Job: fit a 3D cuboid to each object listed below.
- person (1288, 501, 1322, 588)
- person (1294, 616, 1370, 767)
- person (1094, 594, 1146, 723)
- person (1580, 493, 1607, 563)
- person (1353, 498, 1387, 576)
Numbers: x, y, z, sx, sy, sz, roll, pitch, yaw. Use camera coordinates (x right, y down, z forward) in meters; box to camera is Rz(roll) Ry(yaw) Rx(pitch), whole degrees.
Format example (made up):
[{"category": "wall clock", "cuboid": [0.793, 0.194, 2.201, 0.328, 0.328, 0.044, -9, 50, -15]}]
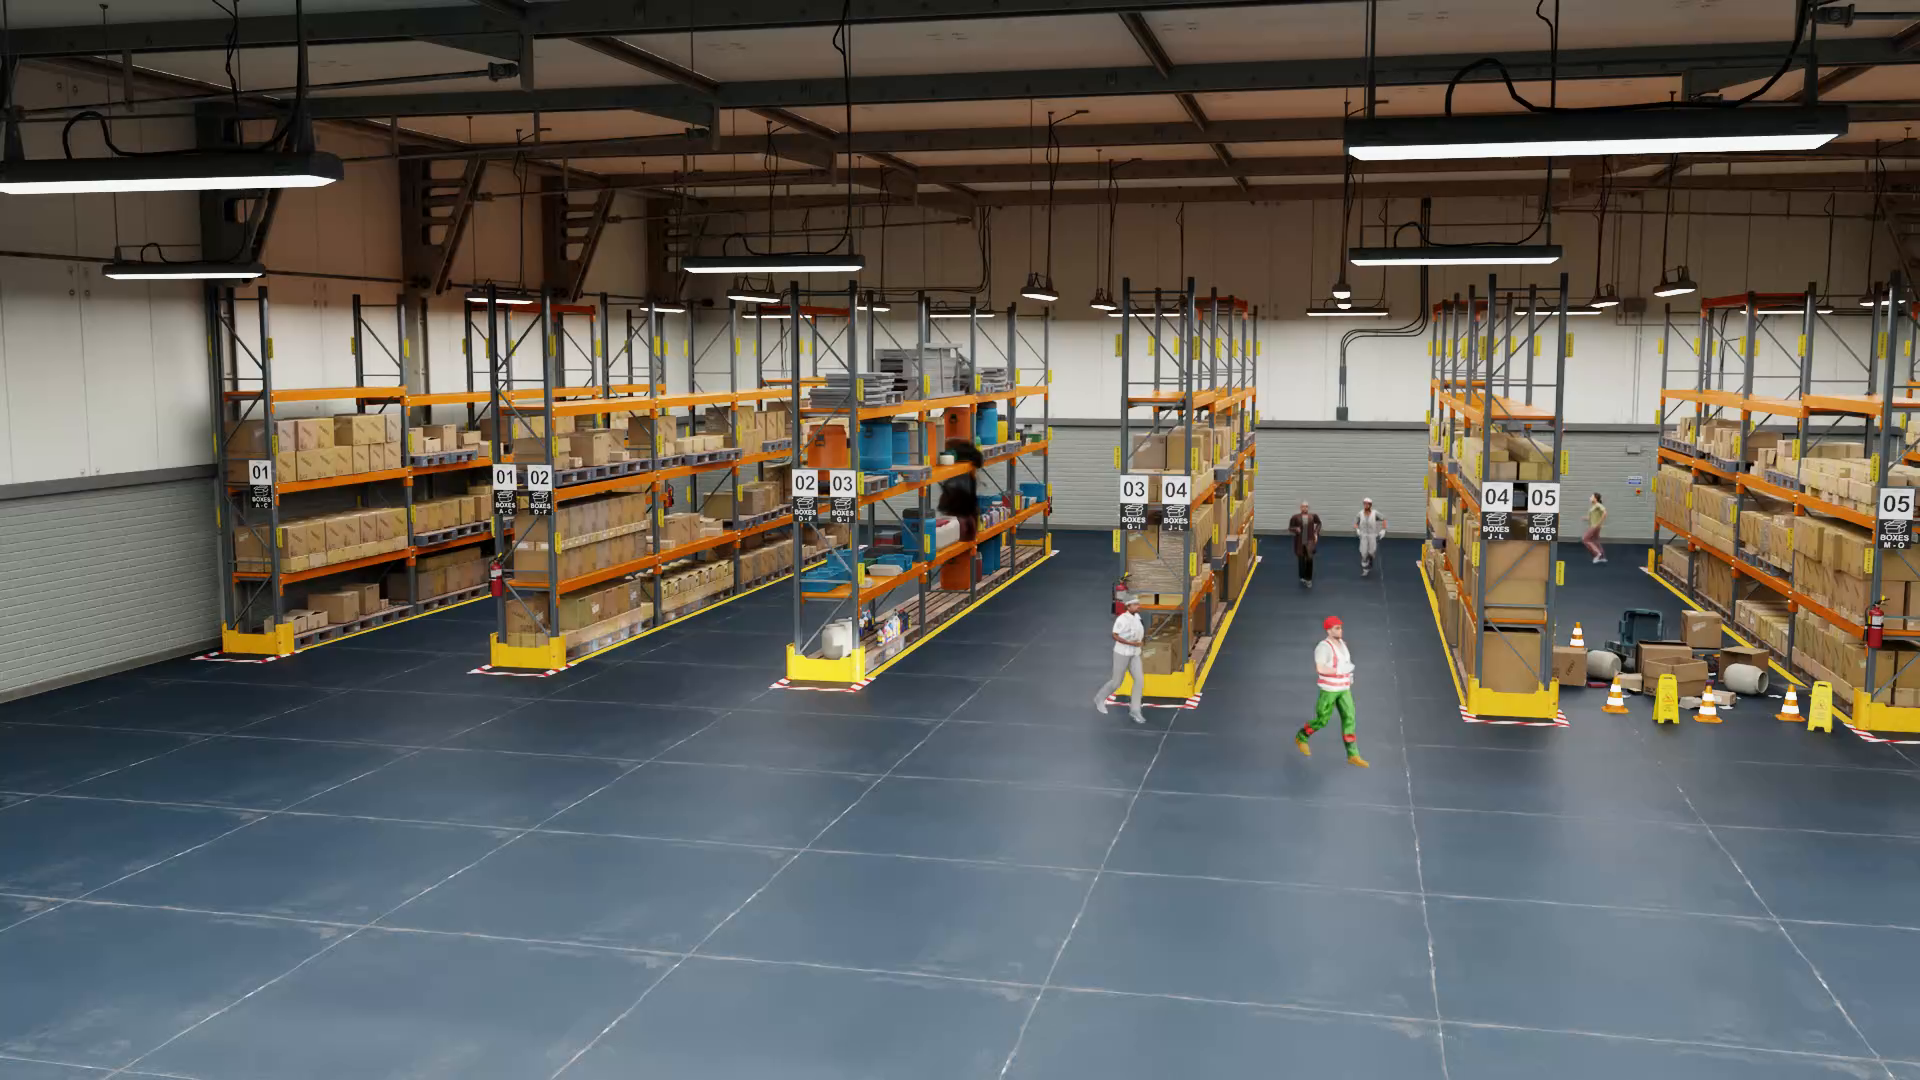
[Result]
[{"category": "person", "cuboid": [7.267, 0.105, 35.082, 0.684, 1.843, 0.841, 2, 7, 13]}, {"category": "person", "cuboid": [4.498, 1.792, 19.985, 0.657, 1.764, 0.989, -5, 8, -37]}, {"category": "person", "cuboid": [2.261, 1.579, 22.604, 0.609, 1.725, 0.854, -6, 9, -42]}, {"category": "person", "cuboid": [14.827, -0.283, 38.881, 0.627, 1.651, 0.596, 2, 7, 15]}, {"category": "person", "cuboid": [8.982, -0.053, 36.548, 0.695, 1.741, 0.657, 3, 7, 23]}]
